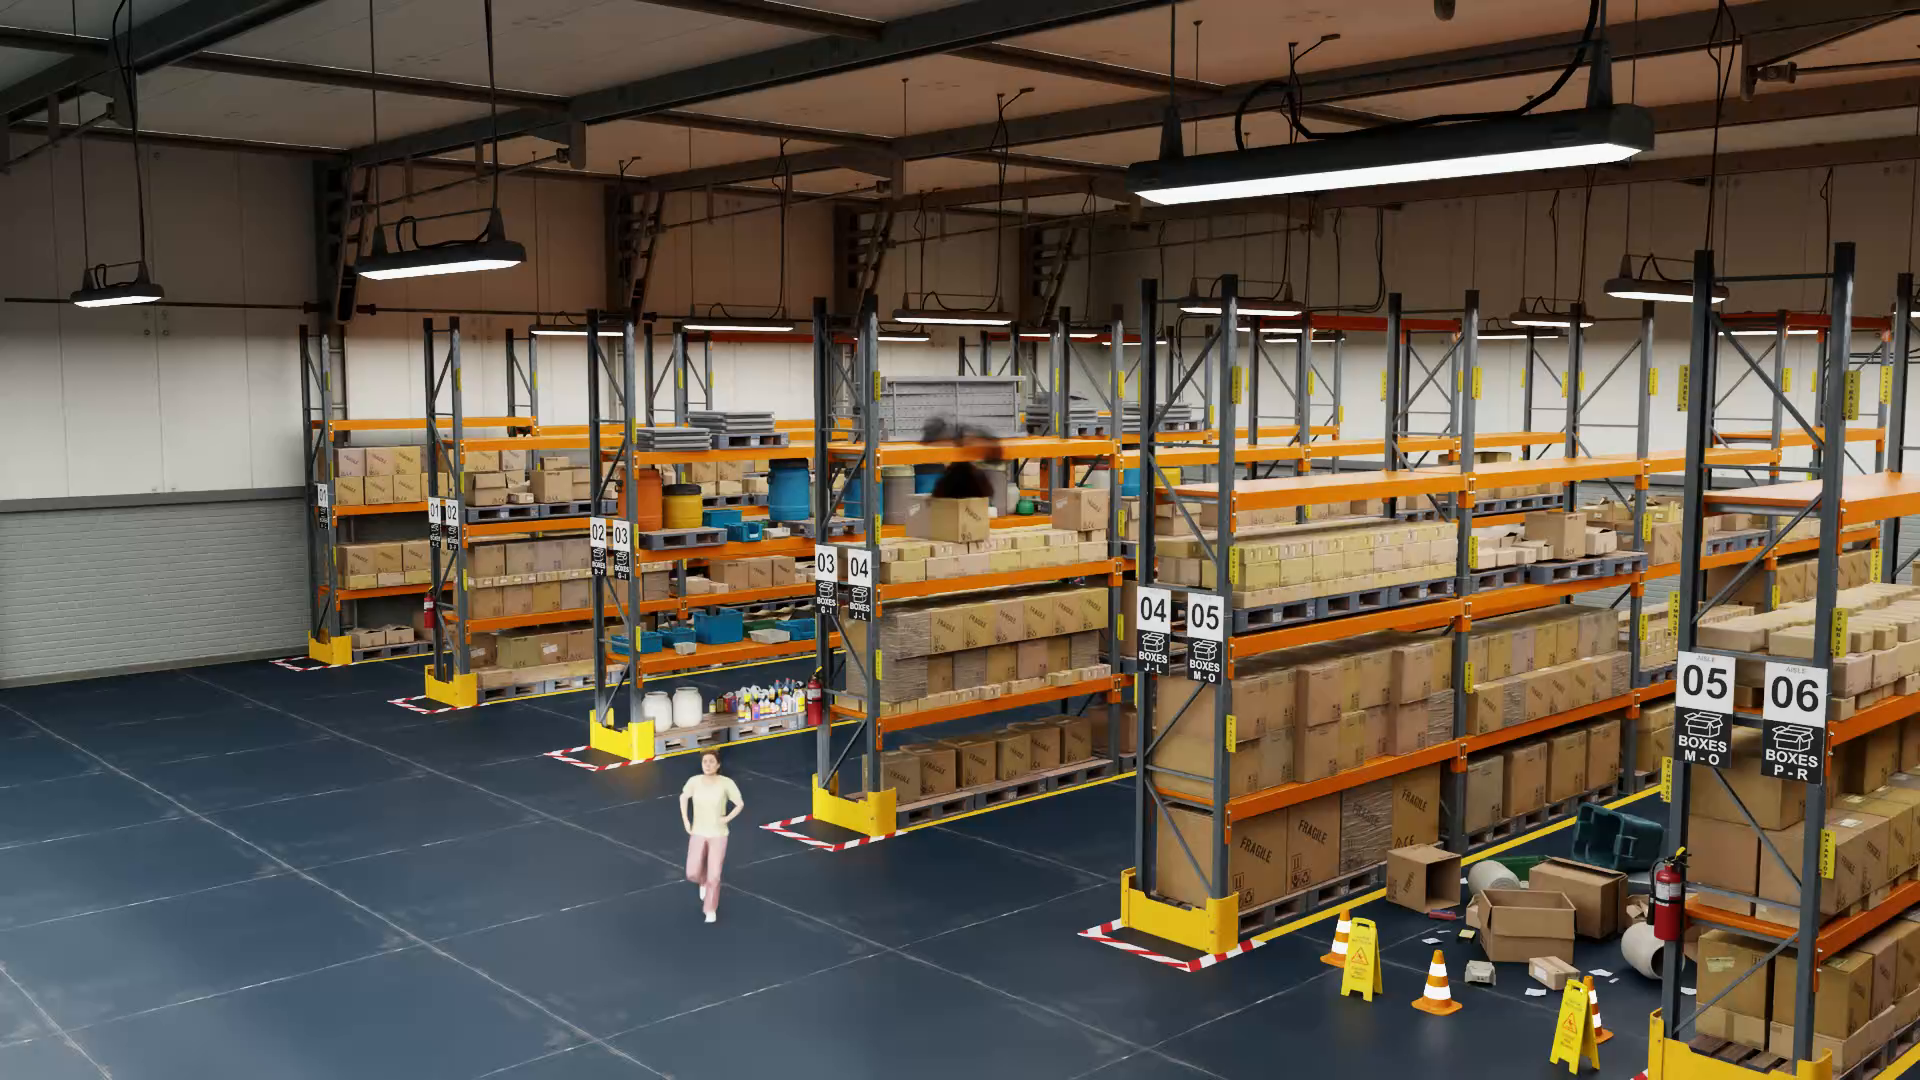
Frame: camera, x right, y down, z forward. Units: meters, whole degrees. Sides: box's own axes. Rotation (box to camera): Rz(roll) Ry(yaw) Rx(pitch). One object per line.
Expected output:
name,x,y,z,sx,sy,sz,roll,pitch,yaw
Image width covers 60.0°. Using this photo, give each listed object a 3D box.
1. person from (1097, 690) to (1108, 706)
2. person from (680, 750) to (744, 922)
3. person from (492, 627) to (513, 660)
person,2.169,1.796,25.525,0.658,1.606,0.578,4,7,31
person,-2.354,2.778,15.688,0.627,1.624,0.547,1,6,5
person,-7.775,1.411,28.599,0.852,1.767,0.689,-4,7,-38
